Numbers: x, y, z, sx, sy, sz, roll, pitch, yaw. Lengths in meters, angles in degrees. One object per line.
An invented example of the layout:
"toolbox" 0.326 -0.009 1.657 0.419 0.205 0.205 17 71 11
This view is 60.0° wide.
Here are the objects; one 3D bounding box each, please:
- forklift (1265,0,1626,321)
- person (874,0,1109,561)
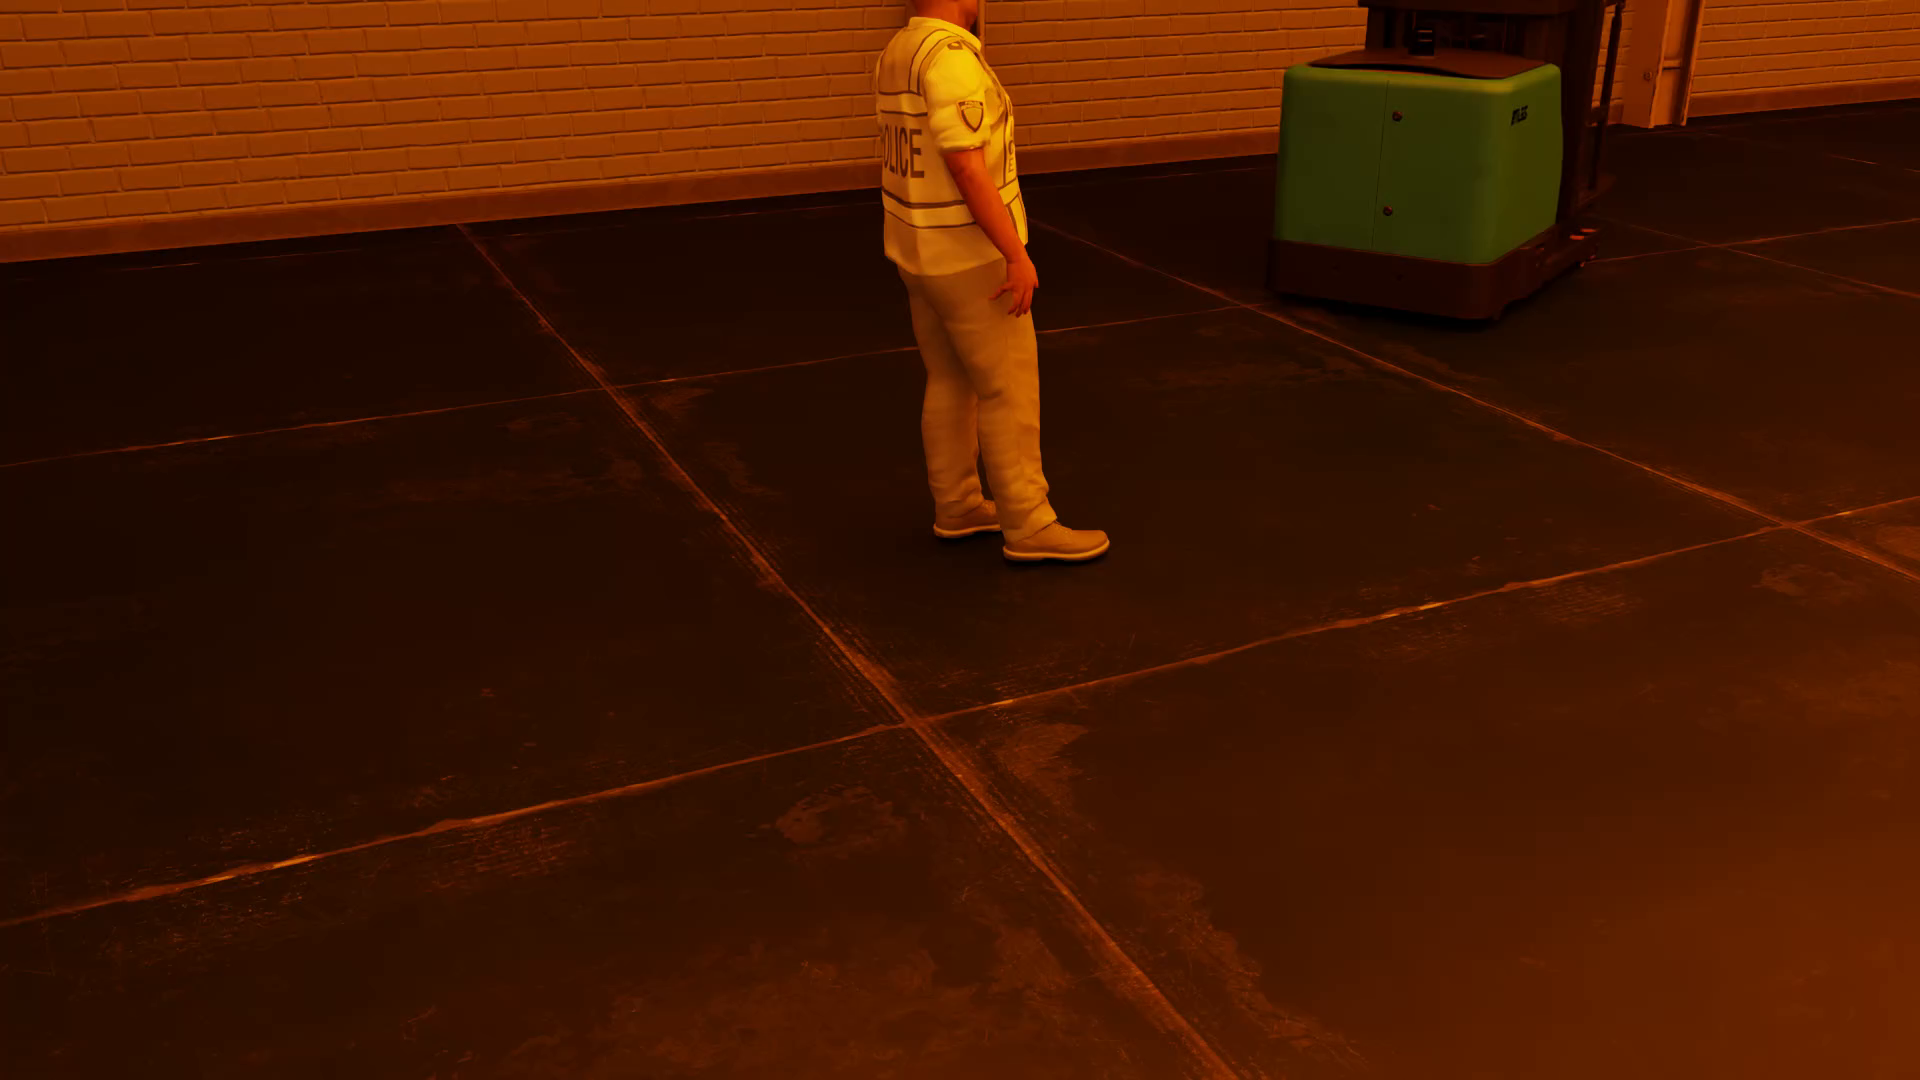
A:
"forklift" 2.660 -2.824 8.083 1.130 2.935 3.031 14 27 31
"person" 0.076 -0.839 4.783 0.574 1.780 0.641 -10 25 -23
